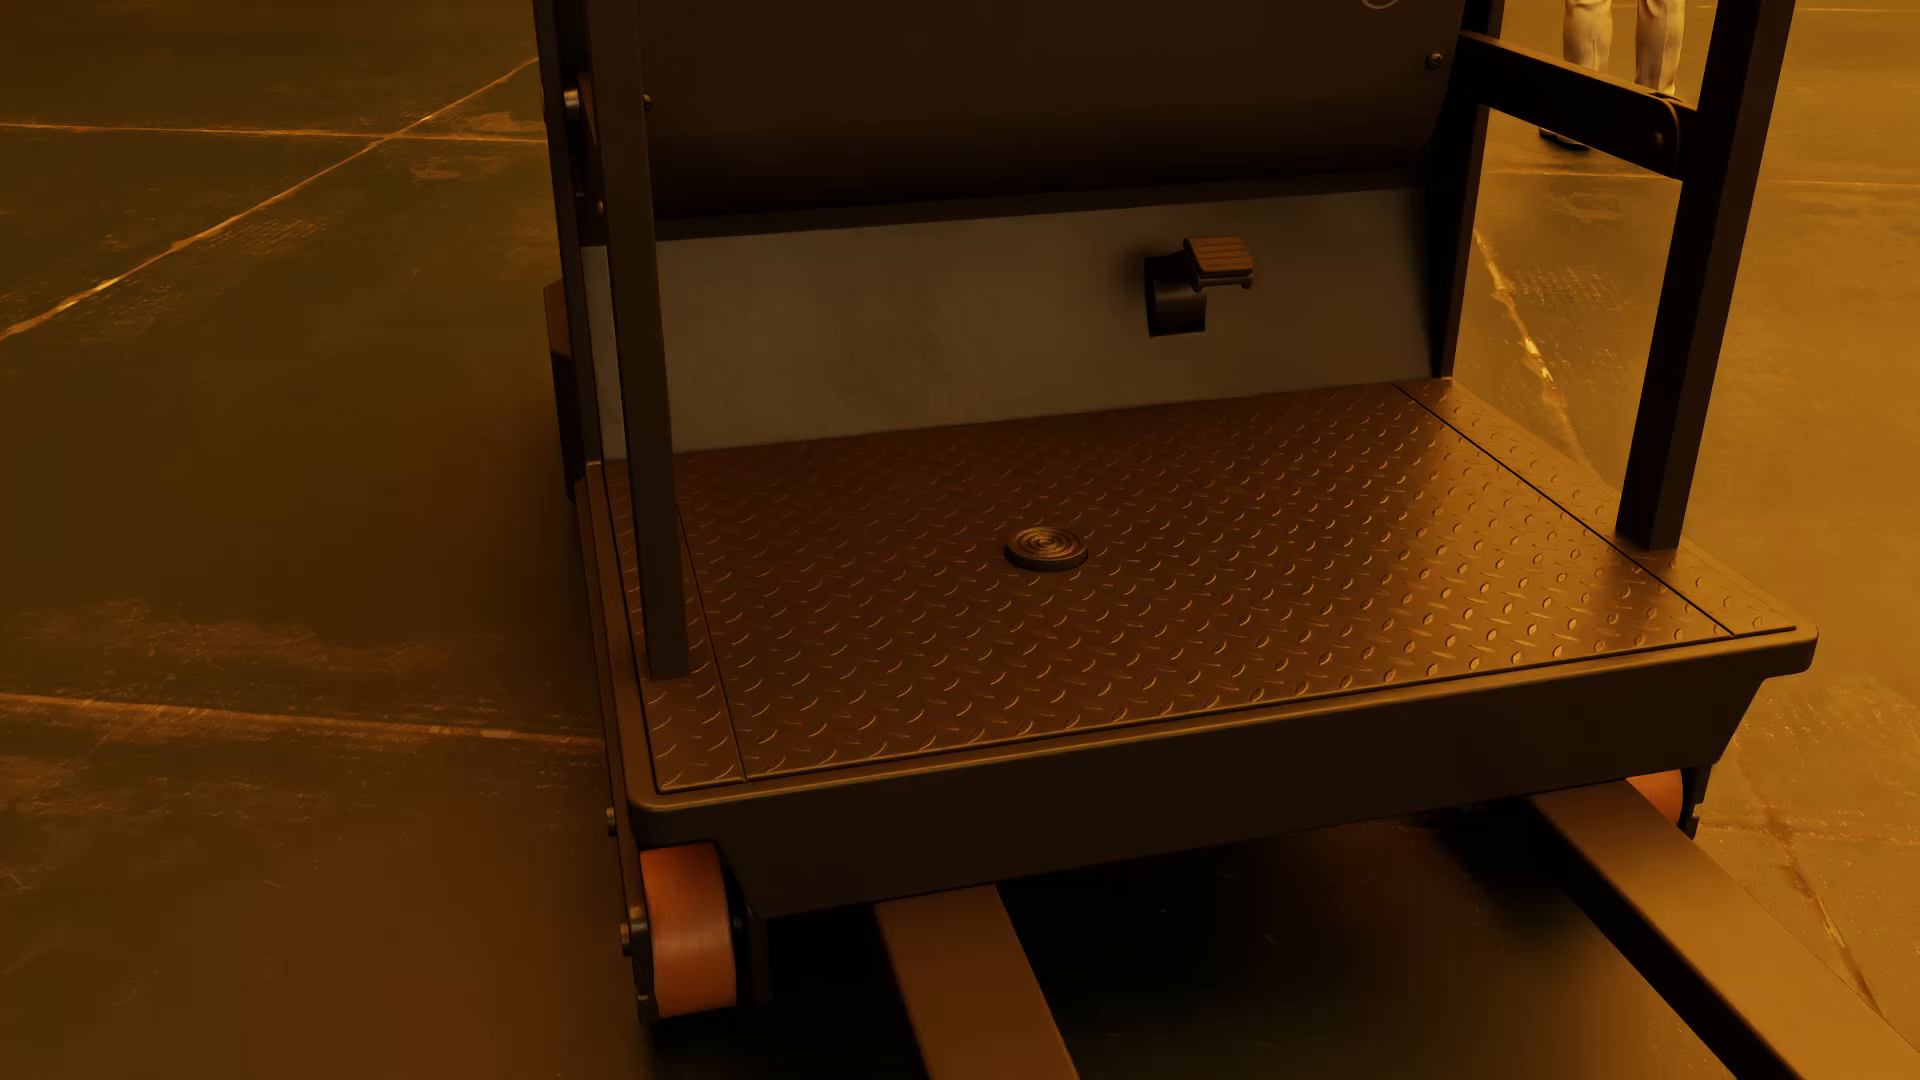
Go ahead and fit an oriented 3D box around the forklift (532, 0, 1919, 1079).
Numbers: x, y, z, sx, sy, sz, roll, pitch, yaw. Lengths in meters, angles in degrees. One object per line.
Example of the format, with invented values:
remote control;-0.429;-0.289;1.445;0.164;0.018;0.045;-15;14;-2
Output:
forklift;0.153;-1.049;1.319;1.130;2.935;3.031;-7;27;-13

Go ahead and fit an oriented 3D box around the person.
person;1.783;-1.918;4.430;0.588;1.694;0.530;4;27;9
